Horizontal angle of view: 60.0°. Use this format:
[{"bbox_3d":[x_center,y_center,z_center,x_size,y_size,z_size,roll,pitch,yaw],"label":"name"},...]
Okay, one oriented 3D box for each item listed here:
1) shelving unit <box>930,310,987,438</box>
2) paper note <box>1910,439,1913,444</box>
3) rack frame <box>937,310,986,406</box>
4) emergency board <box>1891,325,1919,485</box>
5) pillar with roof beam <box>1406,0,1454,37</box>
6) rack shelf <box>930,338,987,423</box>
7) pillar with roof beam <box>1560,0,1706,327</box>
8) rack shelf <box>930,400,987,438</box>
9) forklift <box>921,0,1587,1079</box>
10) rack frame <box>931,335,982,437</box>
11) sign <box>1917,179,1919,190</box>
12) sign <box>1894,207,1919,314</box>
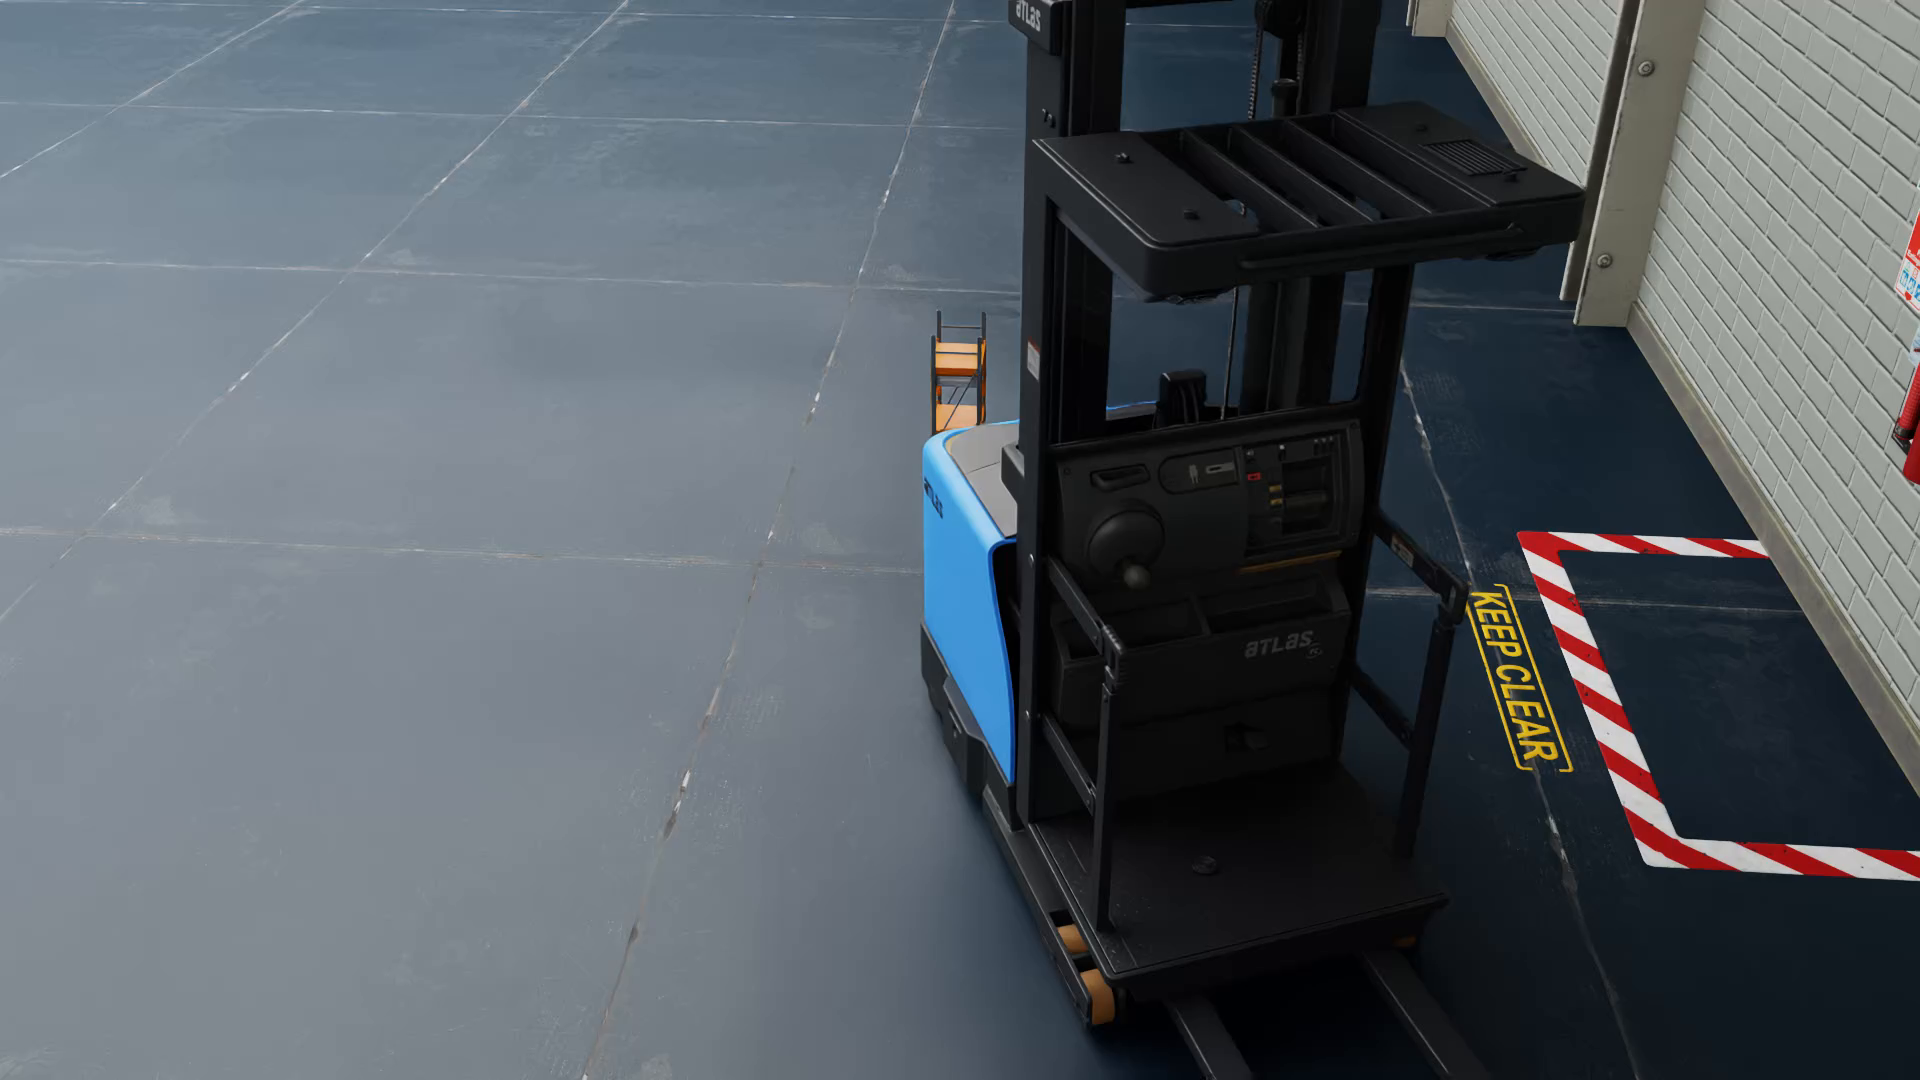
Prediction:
[{"bbox_3d":[-0.004,-0.419,6.929,0.215,1.050,0.252,2,32,4],"label":"shelving unit"},{"bbox_3d":[3.399,-0.427,5.923,0.016,0.148,0.142,2,32,4],"label":"paper note"},{"bbox_3d":[0.006,-0.483,7.033,0.200,1.050,0.008,2,32,4],"label":"rack frame"},{"bbox_3d":[3.315,-0.712,5.547,0.194,1.169,0.643,2,32,4],"label":"emergency board"},{"bbox_3d":[-0.238,-8.434,12.359,9.100,9.000,0.400,2,32,4],"label":"pillar with roof beam"},{"bbox_3d":[-0.004,-0.652,6.786,0.215,0.259,0.240,2,32,4],"label":"rack shelf"},{"bbox_3d":[-0.726,-5.297,7.268,9.100,9.000,0.400,2,32,4],"label":"pillar with roof beam"},{"bbox_3d":[-0.004,-0.410,6.935,0.215,0.259,0.240,2,32,4],"label":"rack shelf"},{"bbox_3d":[0.786,-0.050,4.538,1.130,2.935,3.031,-9,33,-15],"label":"forklift"},{"bbox_3d":[-0.014,-0.355,6.826,0.200,1.050,0.008,2,32,4],"label":"rack frame"},{"bbox_3d":[3.454,-1.236,5.857,0.001,0.109,0.331,2,32,4],"label":"sign"},{"bbox_3d":[3.463,-1.012,6.000,0.001,0.329,0.234,2,32,4],"label":"sign"}]
